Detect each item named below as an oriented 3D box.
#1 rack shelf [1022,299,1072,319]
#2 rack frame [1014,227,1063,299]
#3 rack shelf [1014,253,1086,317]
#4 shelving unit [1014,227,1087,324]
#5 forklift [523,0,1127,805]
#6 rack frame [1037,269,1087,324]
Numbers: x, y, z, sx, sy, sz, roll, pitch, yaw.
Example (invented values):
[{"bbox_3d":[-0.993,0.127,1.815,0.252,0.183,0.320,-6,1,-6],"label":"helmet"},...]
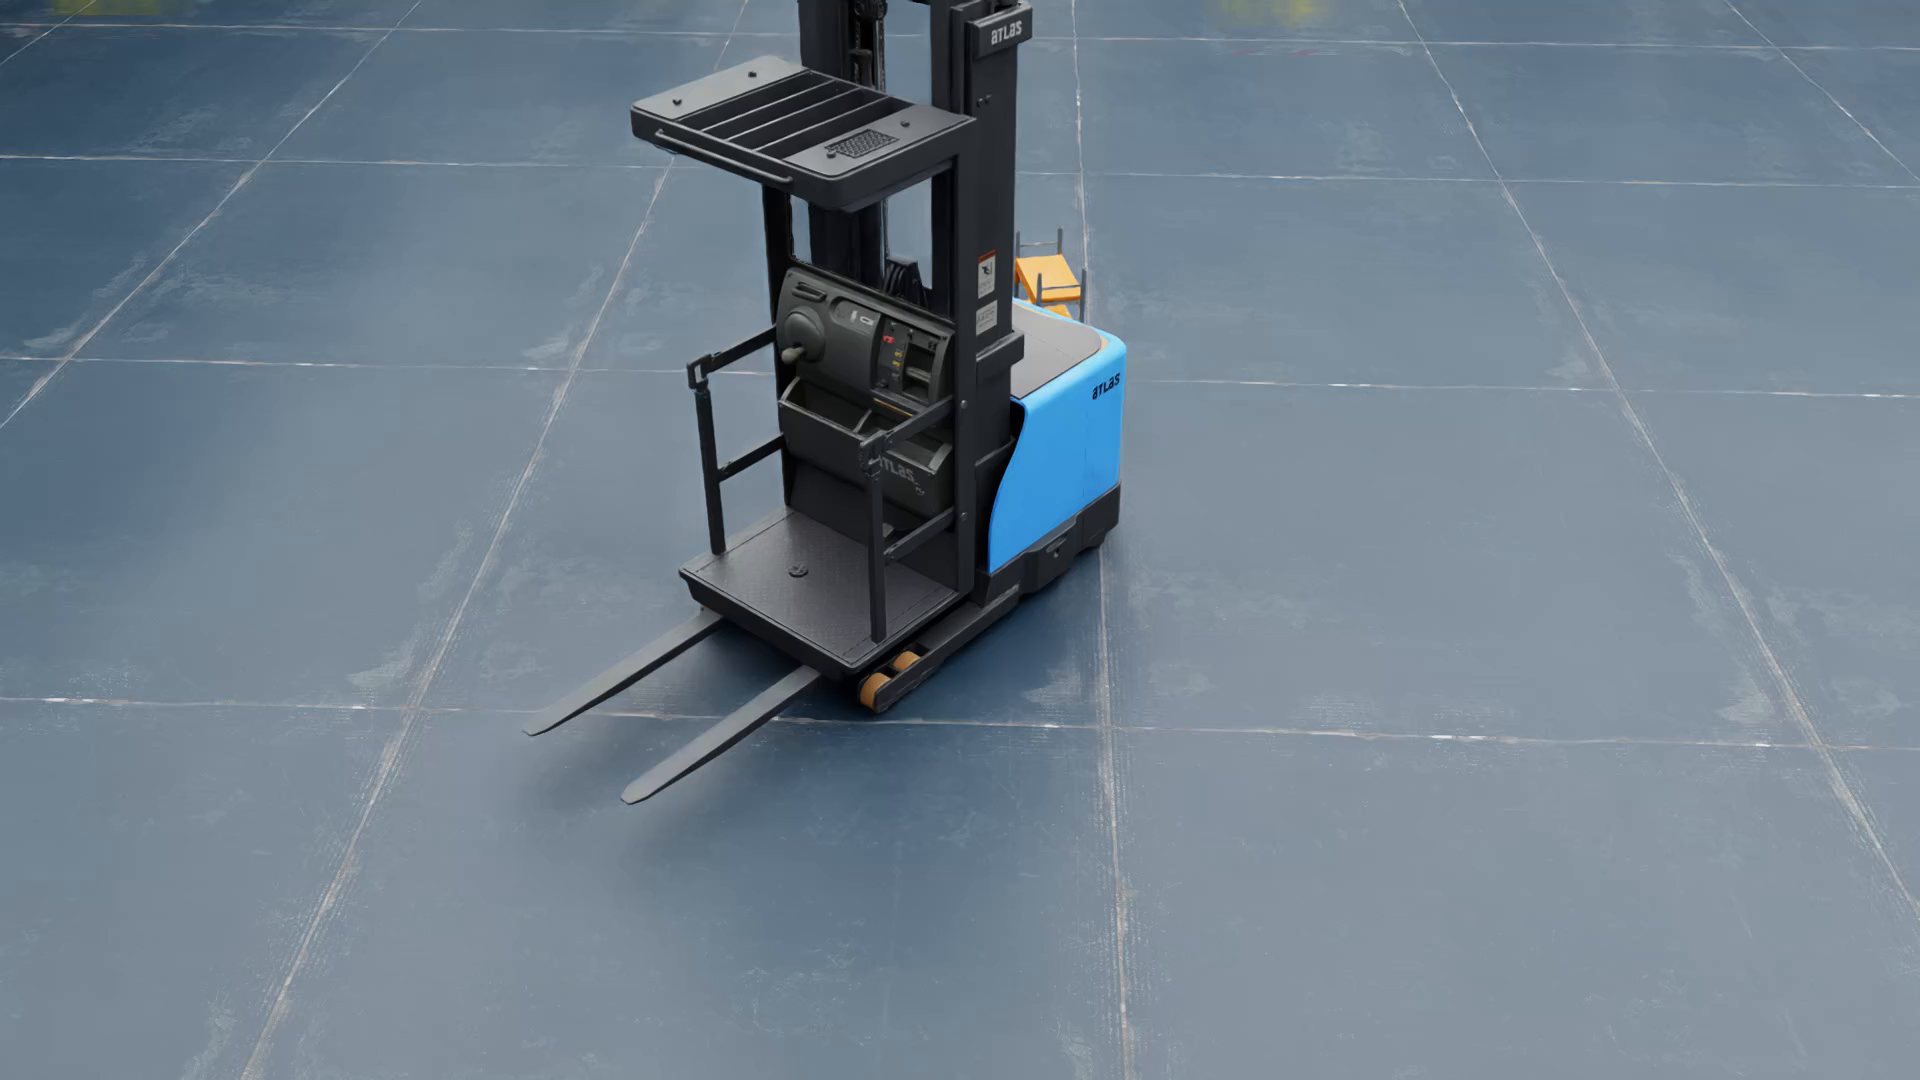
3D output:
[{"bbox_3d":[0.445,-1.066,8.452,0.258,0.148,0.480,-6,36,-9],"label":"rack shelf"},{"bbox_3d":[0.400,-1.076,8.738,0.240,1.200,0.015,-6,36,-9],"label":"rack frame"},{"bbox_3d":[0.445,-1.260,8.316,0.258,0.148,0.480,-6,36,-9],"label":"rack shelf"},{"bbox_3d":[0.445,-0.938,8.542,0.258,1.200,0.503,-6,36,-9],"label":"shelving unit"},{"bbox_3d":[-0.548,-0.784,6.816,1.130,2.935,3.031,26,43,32],"label":"forklift"},{"bbox_3d":[0.491,-0.801,8.346,0.240,1.200,0.015,-6,36,-9],"label":"rack frame"}]
